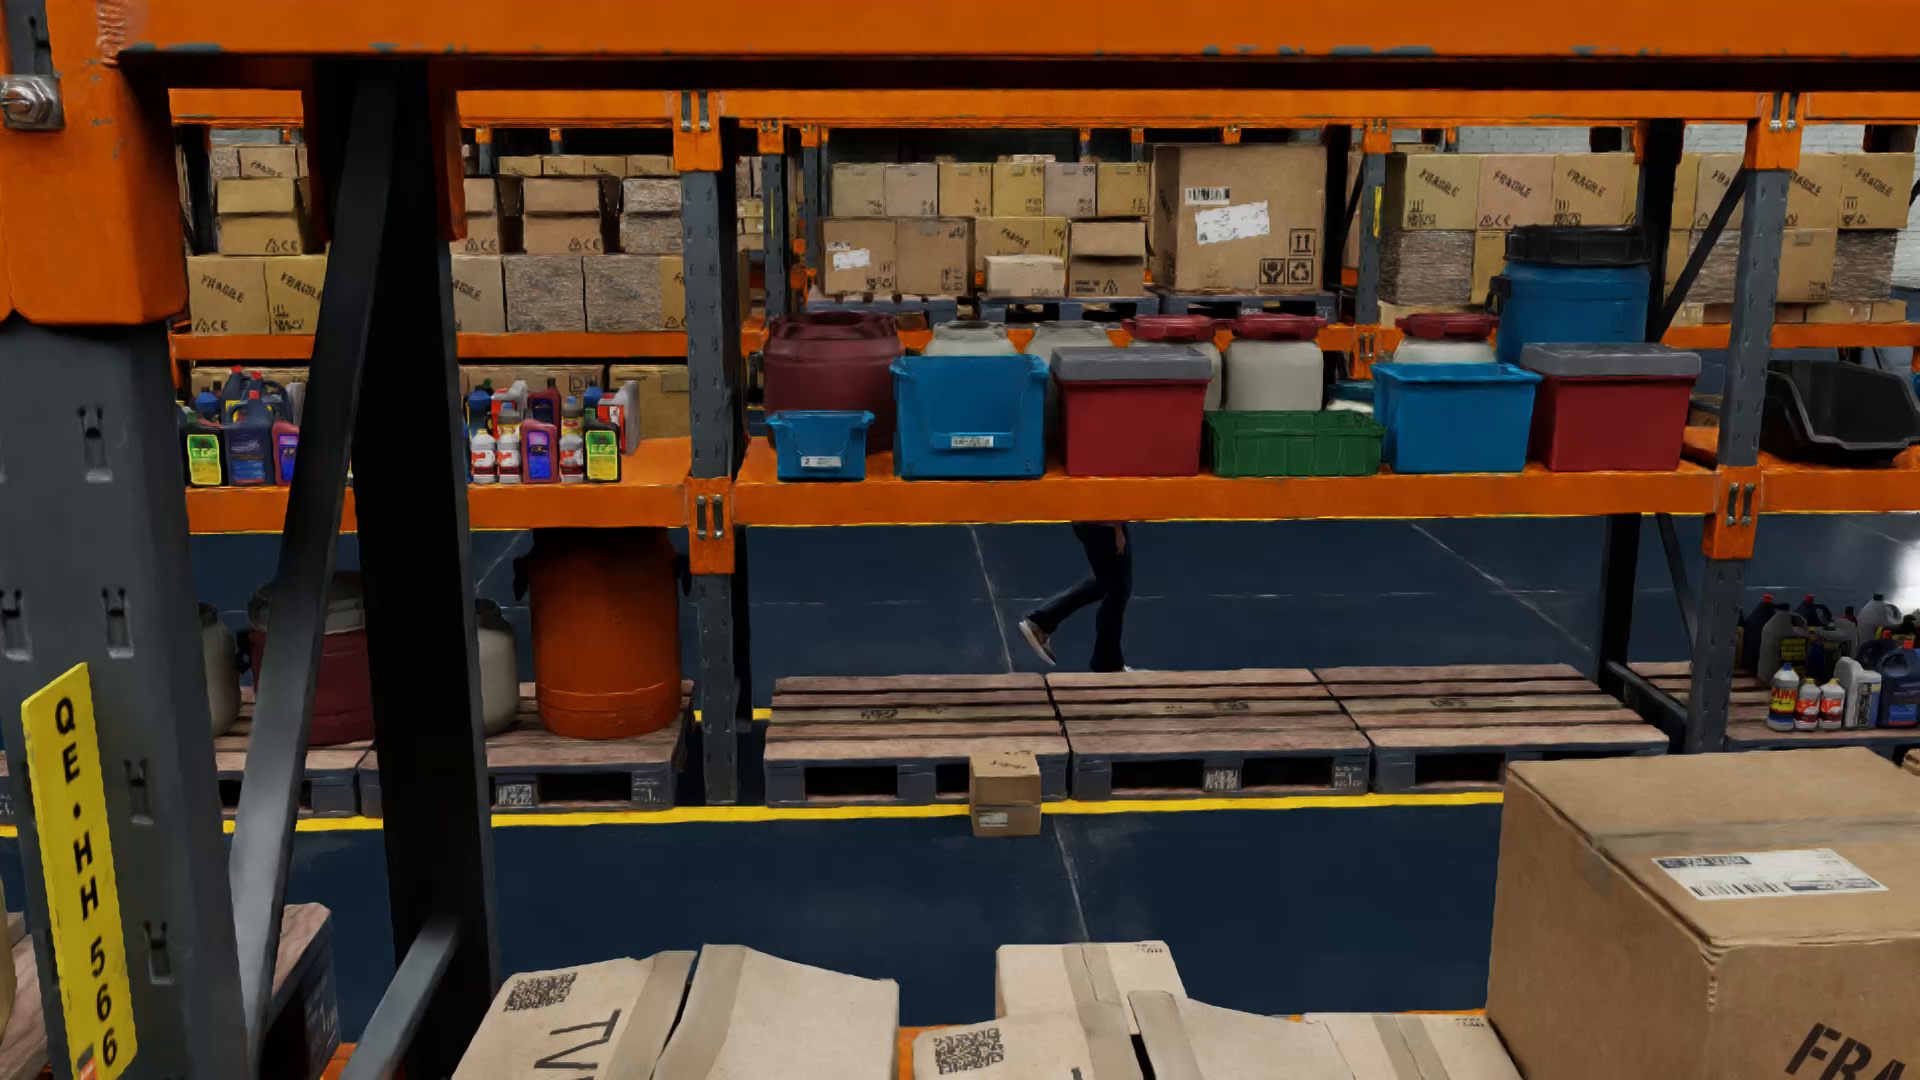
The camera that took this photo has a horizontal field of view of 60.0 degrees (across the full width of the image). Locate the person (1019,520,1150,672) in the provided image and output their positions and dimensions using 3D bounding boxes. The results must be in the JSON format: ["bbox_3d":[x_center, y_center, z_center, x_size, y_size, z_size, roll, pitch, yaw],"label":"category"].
[{"bbox_3d":[0.599,-0.091,7.834,0.619,1.579,0.421,-3,14,-13],"label":"person"}]
